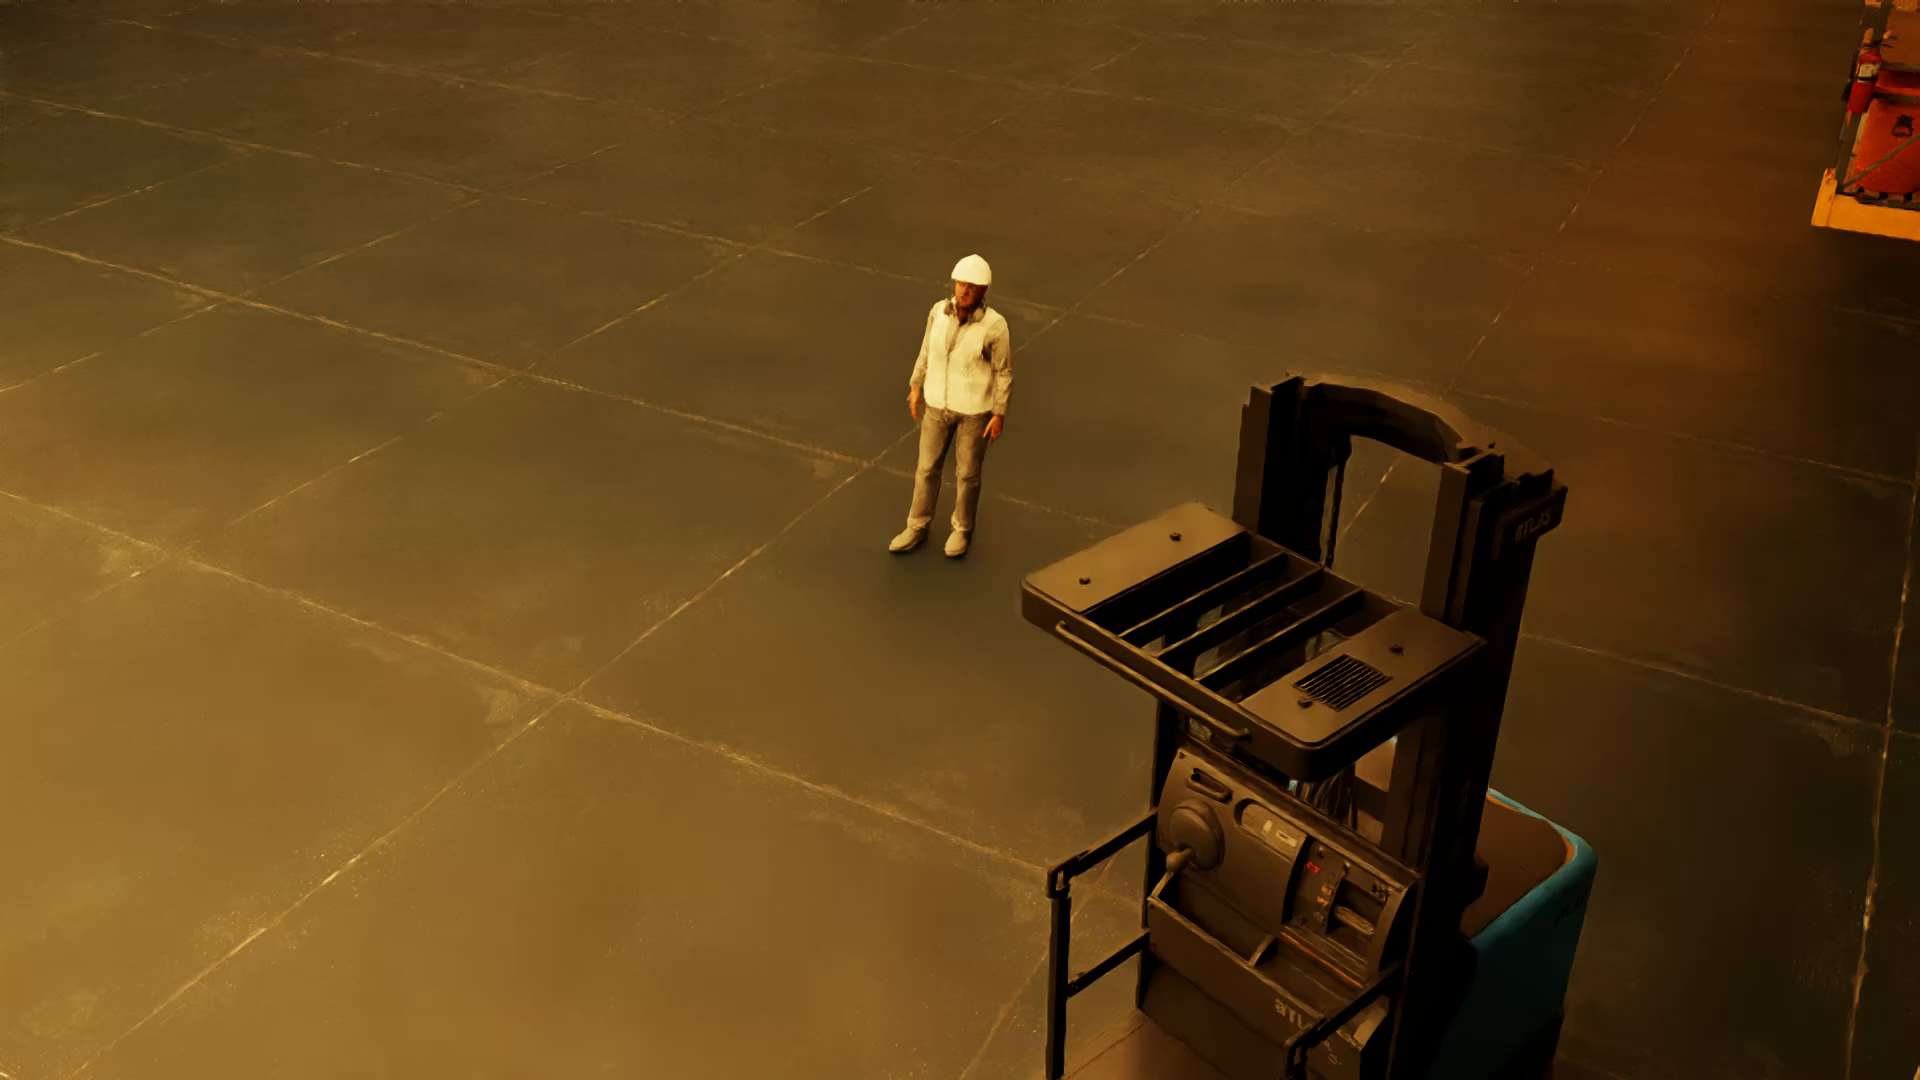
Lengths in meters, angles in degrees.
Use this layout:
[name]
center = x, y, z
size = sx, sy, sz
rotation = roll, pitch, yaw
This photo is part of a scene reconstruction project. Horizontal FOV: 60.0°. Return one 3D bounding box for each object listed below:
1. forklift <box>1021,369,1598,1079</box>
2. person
[forklift]
center = 0.861, 1.061, 5.233
size = 3.031, 2.935, 1.130
rotation = -24, 37, -35
[person]
center = -0.037, -0.749, 9.512
size = 0.632, 1.773, 0.567
rotation = 15, 33, 25
